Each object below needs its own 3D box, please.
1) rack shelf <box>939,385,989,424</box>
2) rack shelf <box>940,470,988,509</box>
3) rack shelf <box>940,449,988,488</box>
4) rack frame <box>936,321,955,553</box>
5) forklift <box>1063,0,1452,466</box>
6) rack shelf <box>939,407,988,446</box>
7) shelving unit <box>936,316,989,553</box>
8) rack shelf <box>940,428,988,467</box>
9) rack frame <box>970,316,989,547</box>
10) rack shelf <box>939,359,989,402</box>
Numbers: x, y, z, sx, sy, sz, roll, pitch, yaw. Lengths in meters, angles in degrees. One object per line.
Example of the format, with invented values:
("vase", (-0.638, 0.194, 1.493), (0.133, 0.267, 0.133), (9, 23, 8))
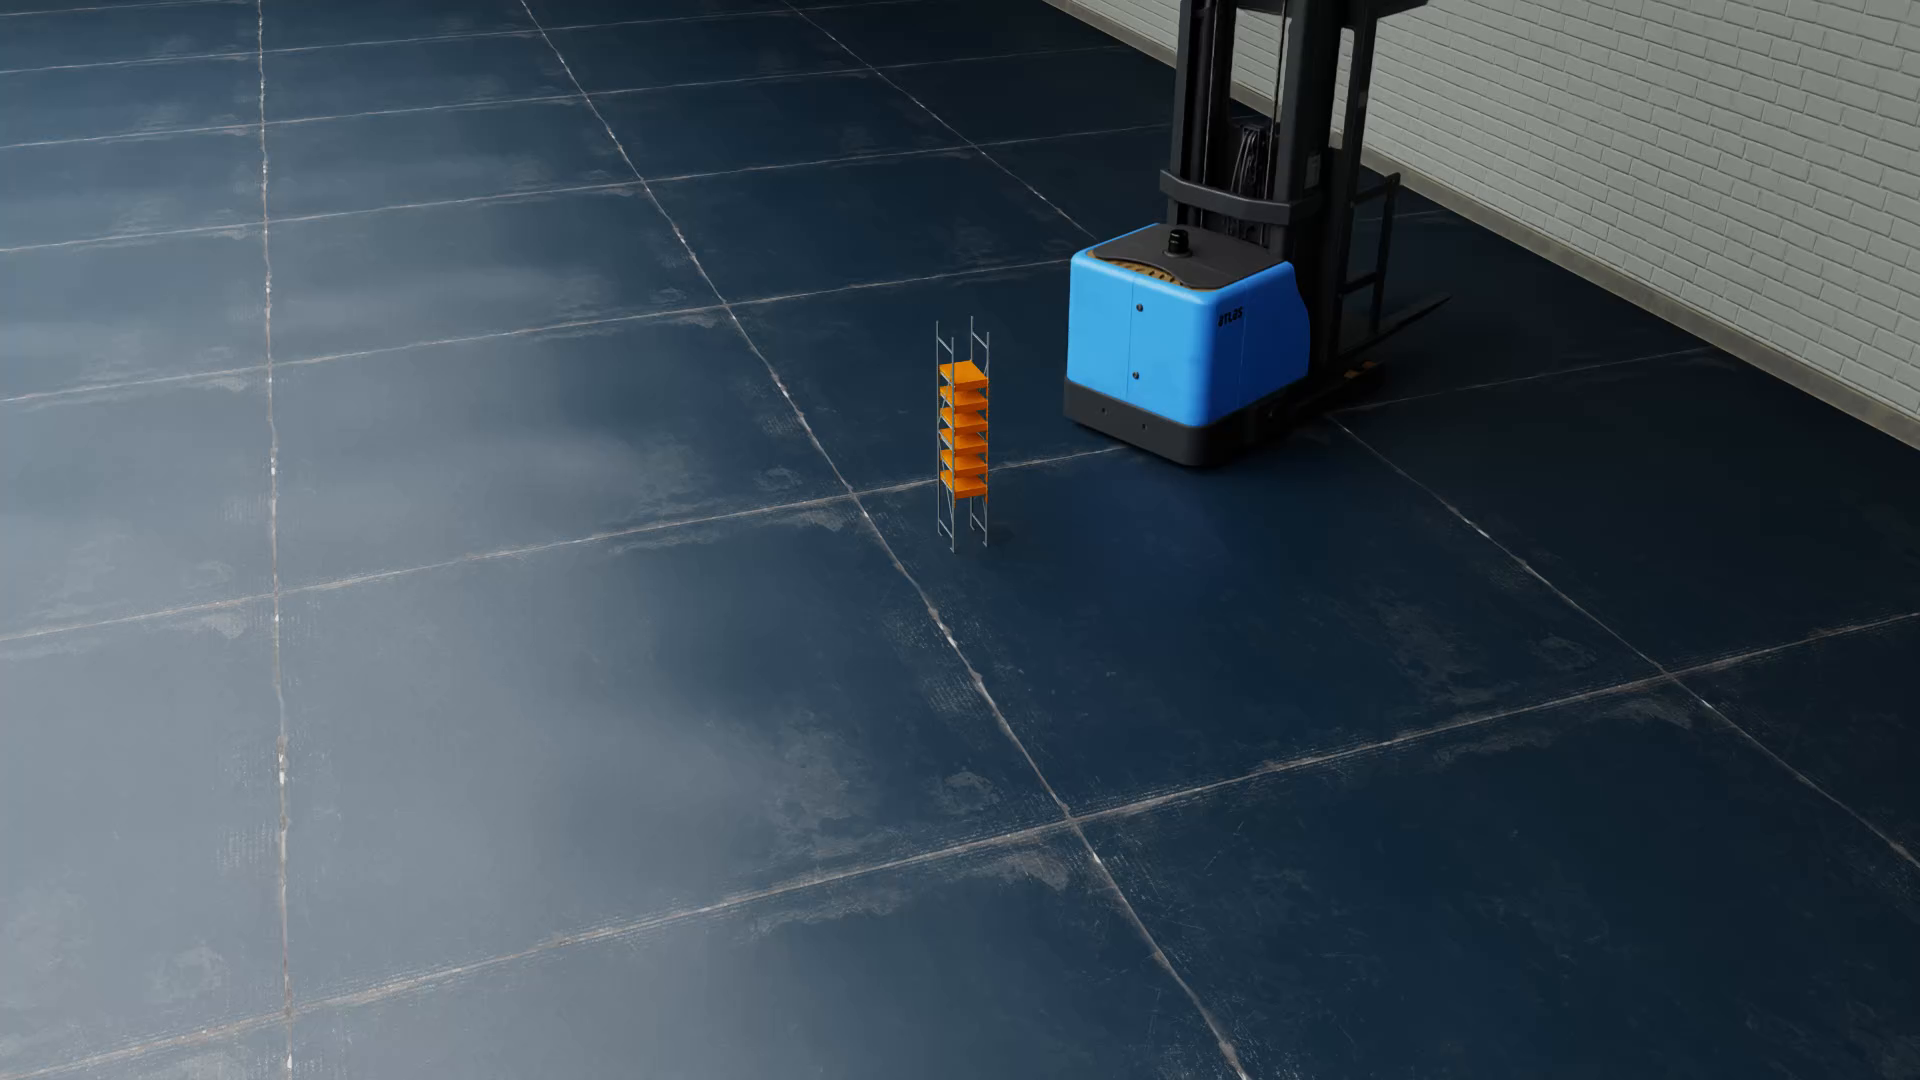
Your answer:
("rack shelf", (0.014, -0.694, 8.361), (0.180, 0.103, 0.258), (-10, 31, -18))
("rack shelf", (0.014, -0.277, 8.598), (0.180, 0.103, 0.258), (-10, 31, -18))
("rack shelf", (0.014, -0.381, 8.539), (0.180, 0.103, 0.258), (-10, 31, -18))
("rack frame", (-0.072, -0.508, 8.430), (0.006, 1.200, 0.240), (-10, 31, -18))
("forklift", (2.012, -2.317, 9.856), (1.130, 2.935, 3.031), (26, 39, 38))
("rack shelf", (0.014, -0.589, 8.420), (0.180, 0.103, 0.258), (-10, 31, -18))
("shelving unit", (0.014, -0.524, 8.457), (0.189, 1.200, 0.258), (-10, 31, -18))
("rack shelf", (0.014, -0.485, 8.479), (0.180, 0.103, 0.258), (-10, 31, -18))
("rack frame", (0.099, -0.540, 8.485), (0.006, 1.200, 0.240), (-10, 31, -18))
("rack shelf", (0.014, -0.798, 8.301), (0.180, 0.103, 0.258), (-10, 31, -18))
